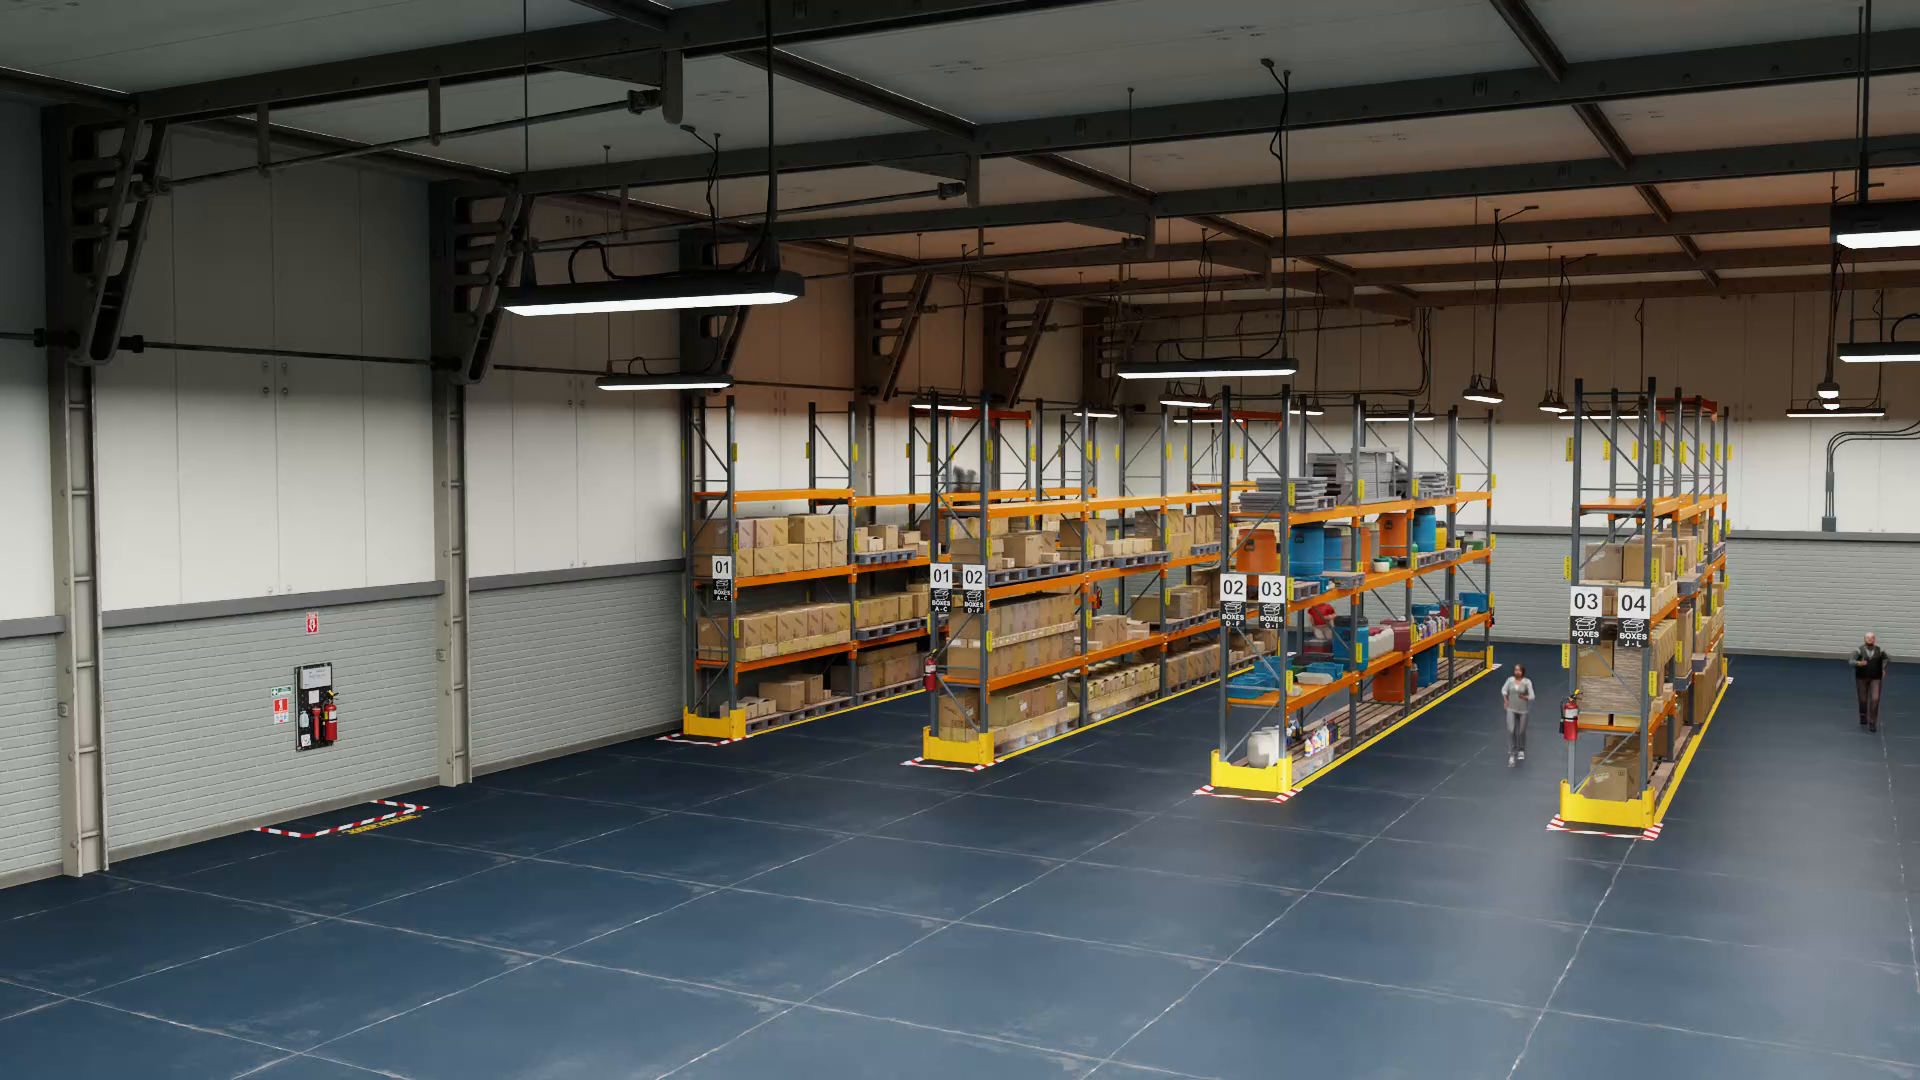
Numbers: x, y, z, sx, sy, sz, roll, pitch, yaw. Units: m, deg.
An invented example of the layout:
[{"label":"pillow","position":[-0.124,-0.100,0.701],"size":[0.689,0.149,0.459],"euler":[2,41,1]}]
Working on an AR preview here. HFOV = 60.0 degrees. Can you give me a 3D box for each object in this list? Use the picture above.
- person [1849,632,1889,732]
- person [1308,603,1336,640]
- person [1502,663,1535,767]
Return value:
[{"label":"person","position":[16.388,2.538,29.990],"size":[0.651,1.735,0.881],"euler":[2,3,27]},{"label":"person","position":[8.447,2.126,38.876],"size":[0.660,1.767,0.786],"euler":[1,3,16]},{"label":"person","position":[8.955,2.791,26.696],"size":[0.522,1.636,0.690],"euler":[1,3,23]}]
